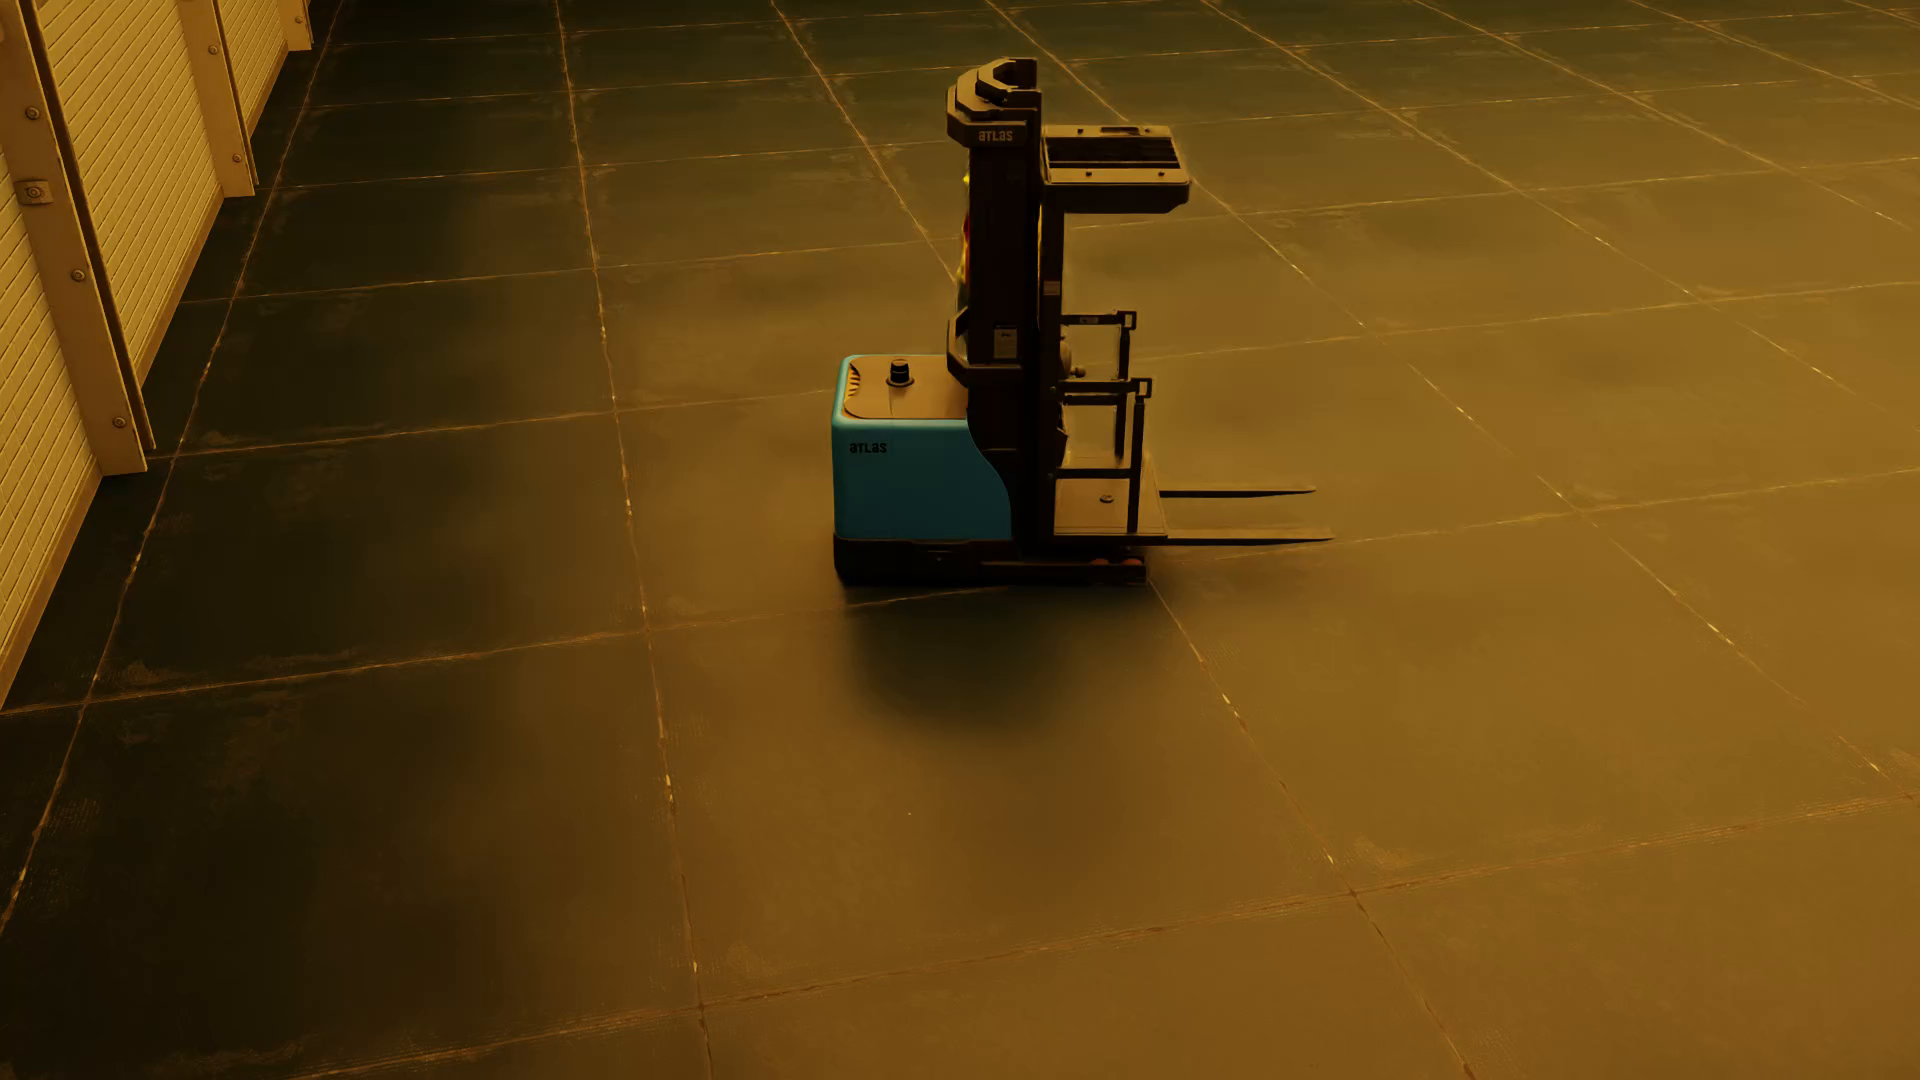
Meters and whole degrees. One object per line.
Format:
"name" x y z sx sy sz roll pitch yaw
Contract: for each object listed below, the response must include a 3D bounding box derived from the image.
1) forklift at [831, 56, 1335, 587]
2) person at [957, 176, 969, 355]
"forklift" 0.759 -1.257 9.746 3.031 2.935 1.130 0 30 0
"person" 0.213 -1.955 12.226 0.604 1.738 0.936 -9 31 -16
